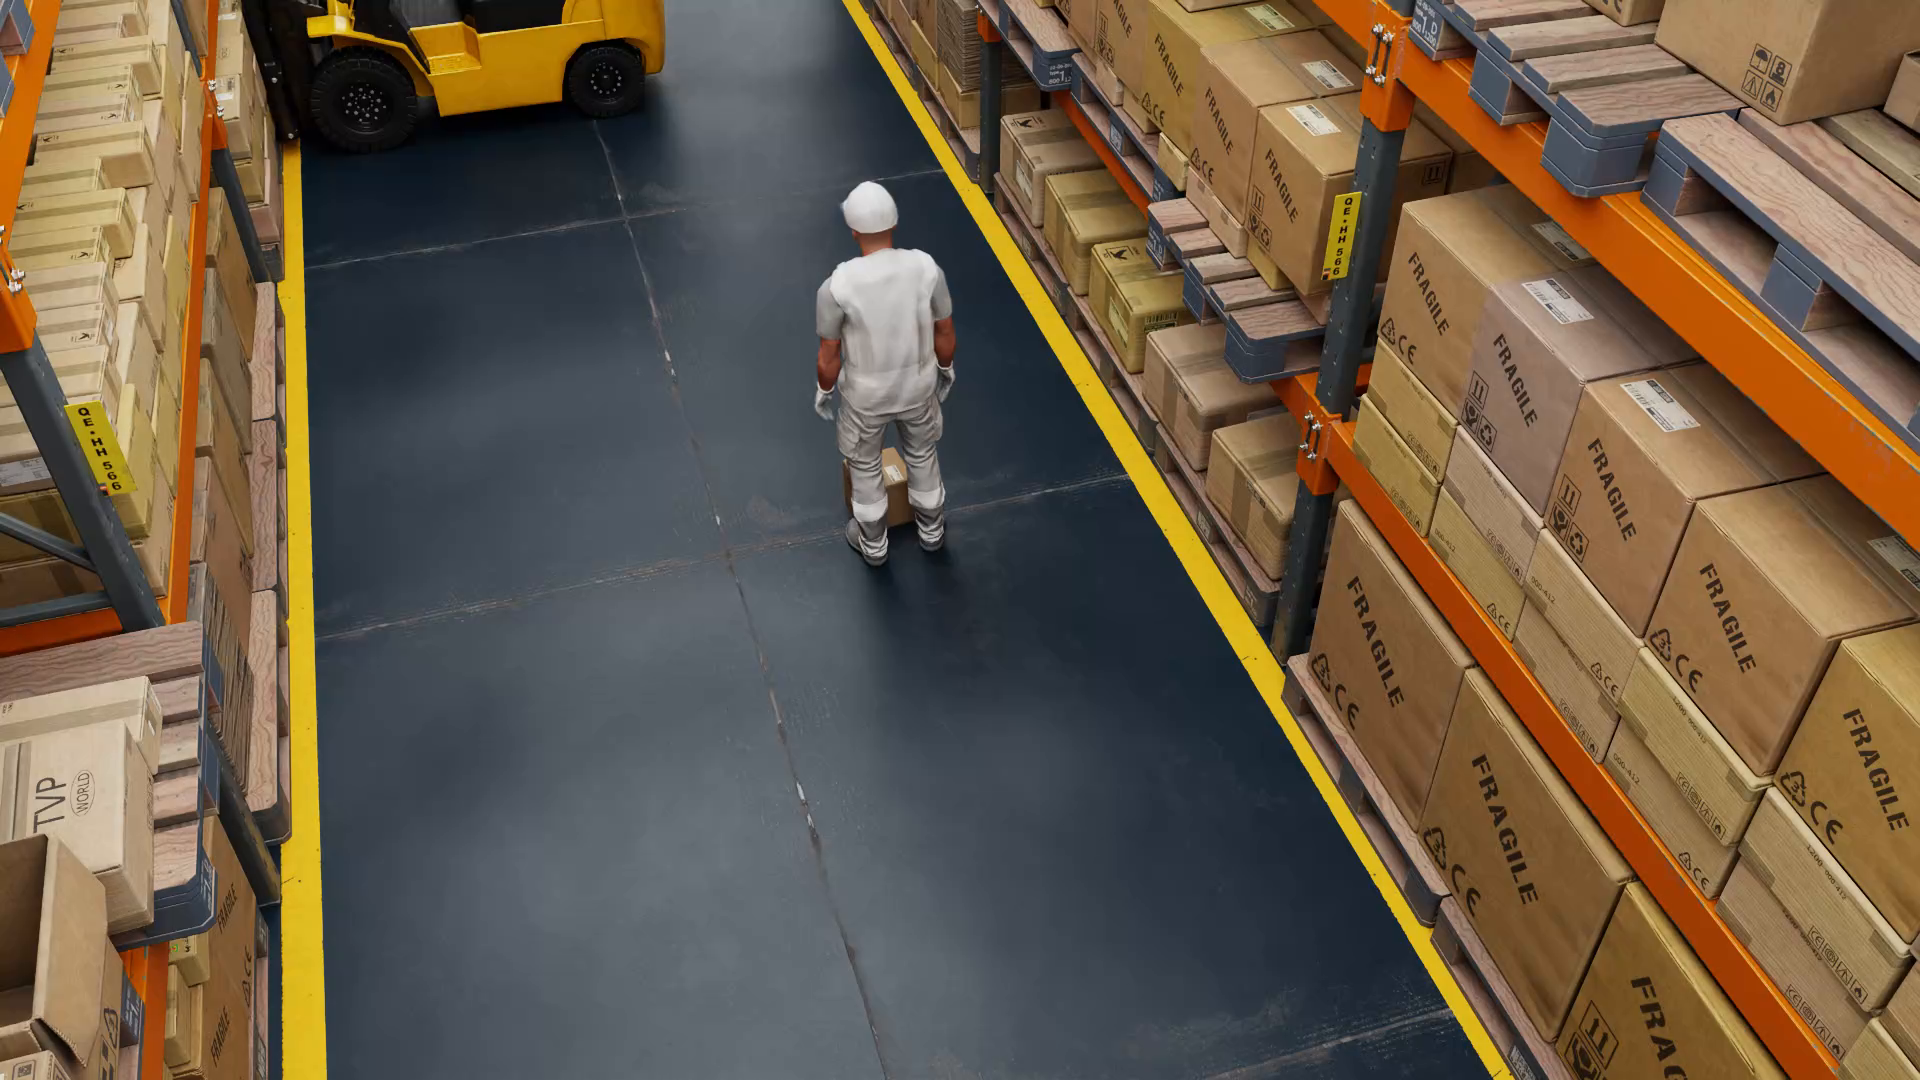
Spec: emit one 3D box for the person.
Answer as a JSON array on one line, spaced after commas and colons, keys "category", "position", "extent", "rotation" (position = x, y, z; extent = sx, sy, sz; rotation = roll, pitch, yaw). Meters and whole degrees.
[{"category": "person", "position": [-0.304, -0.648, 6.871], "extent": [0.607, 1.780, 0.449], "rotation": [-12, 43, -13]}]
